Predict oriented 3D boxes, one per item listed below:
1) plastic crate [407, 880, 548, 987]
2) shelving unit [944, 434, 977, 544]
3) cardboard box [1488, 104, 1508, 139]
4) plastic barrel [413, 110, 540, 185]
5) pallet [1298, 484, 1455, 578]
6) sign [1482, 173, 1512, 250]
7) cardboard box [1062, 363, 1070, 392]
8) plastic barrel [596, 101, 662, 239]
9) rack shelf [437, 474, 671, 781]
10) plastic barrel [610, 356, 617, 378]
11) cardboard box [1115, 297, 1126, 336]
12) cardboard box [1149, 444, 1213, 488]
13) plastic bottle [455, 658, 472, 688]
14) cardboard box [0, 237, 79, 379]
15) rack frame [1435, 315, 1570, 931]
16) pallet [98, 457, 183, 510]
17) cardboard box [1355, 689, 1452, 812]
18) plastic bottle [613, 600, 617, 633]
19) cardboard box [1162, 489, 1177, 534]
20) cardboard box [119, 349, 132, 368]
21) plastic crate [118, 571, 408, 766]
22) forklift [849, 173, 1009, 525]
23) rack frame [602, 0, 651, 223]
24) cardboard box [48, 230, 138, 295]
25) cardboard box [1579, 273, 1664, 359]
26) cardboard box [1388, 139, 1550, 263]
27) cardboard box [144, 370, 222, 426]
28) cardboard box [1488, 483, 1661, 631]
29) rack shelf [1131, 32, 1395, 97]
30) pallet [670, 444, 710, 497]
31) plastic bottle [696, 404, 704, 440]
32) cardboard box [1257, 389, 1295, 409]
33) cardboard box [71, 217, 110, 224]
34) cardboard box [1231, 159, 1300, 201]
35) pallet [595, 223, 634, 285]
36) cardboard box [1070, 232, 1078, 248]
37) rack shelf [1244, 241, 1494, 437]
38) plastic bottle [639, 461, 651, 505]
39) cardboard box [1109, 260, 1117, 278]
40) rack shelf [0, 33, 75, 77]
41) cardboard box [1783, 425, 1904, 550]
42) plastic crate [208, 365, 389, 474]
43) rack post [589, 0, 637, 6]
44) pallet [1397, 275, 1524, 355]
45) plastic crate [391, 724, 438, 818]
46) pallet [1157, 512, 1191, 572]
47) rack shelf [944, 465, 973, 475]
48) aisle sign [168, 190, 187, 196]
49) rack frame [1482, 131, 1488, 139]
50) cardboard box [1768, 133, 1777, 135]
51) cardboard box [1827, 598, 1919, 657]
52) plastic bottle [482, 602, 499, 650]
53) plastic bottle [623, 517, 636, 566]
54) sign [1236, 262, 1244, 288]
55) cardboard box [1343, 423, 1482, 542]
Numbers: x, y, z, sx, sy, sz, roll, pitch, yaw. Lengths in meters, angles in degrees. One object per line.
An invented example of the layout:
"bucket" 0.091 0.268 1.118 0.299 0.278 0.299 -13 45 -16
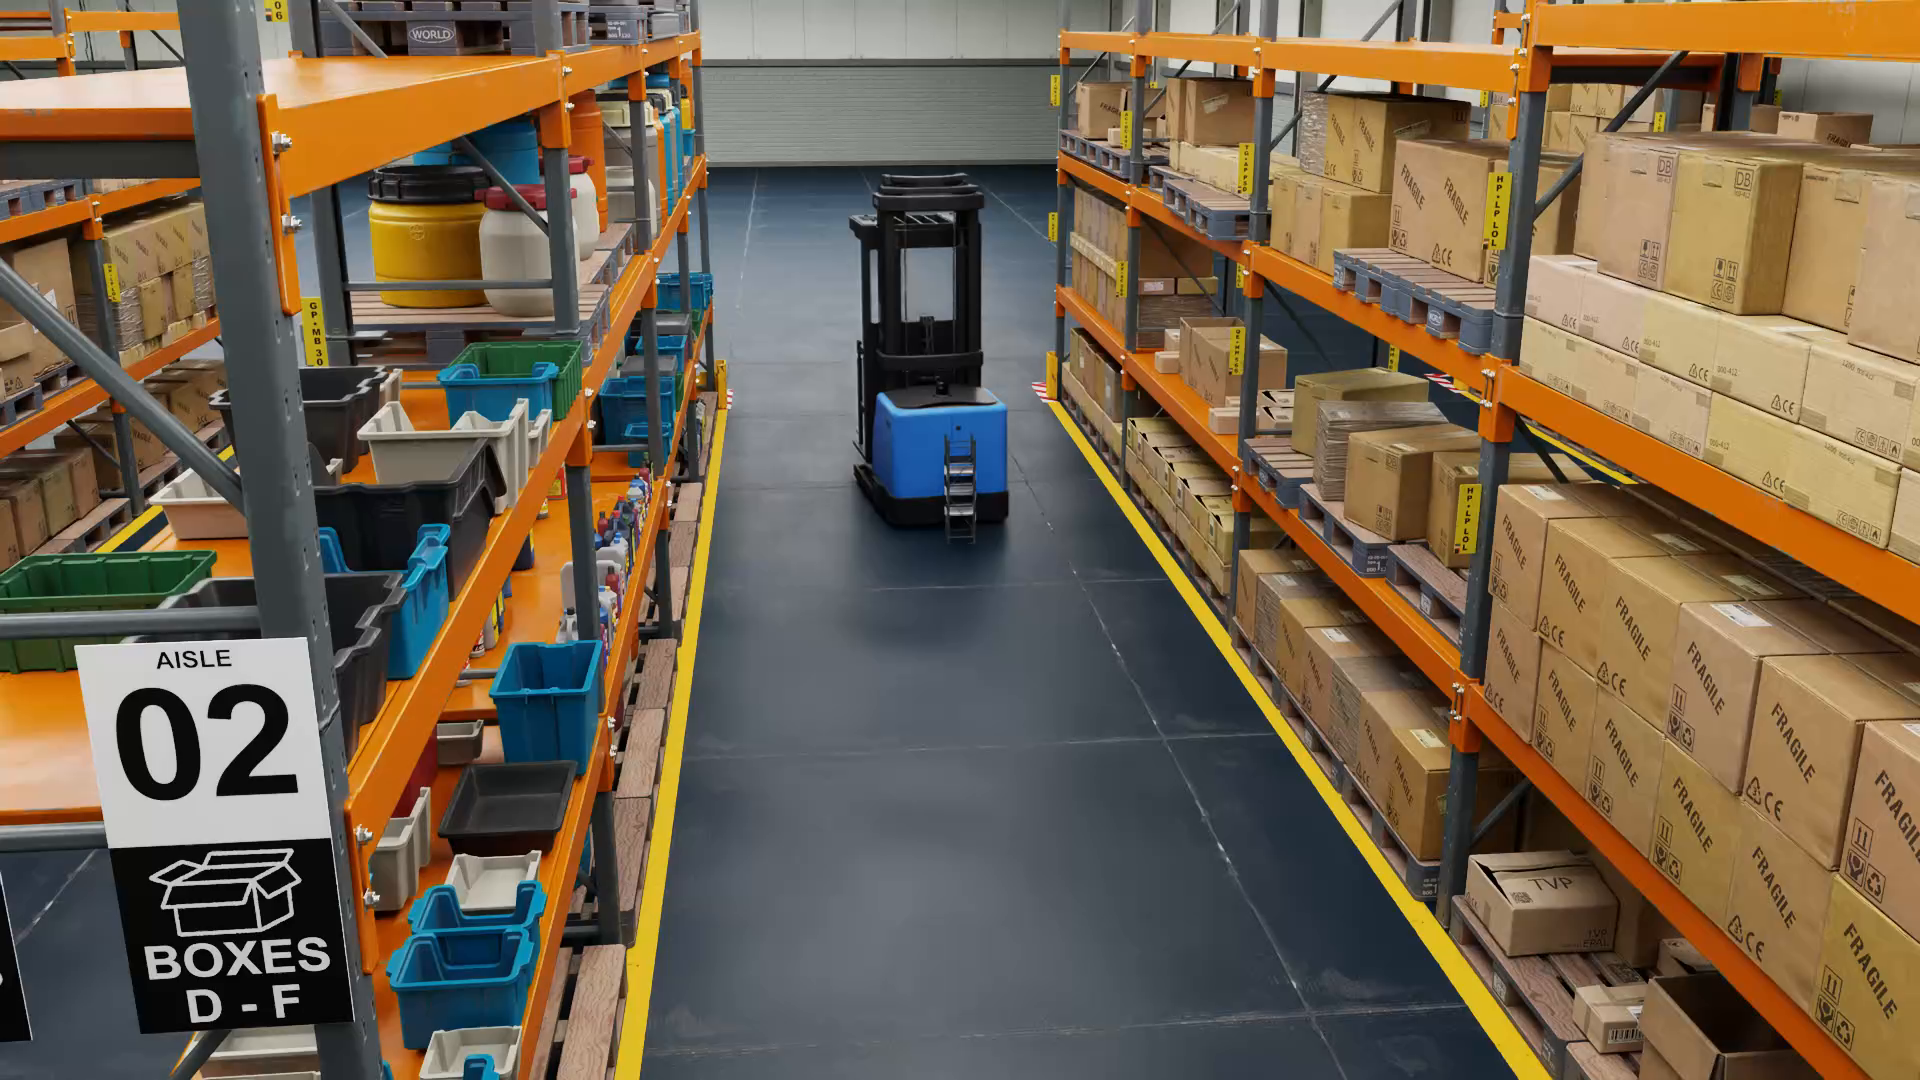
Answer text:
"plastic crate" -1.527 1.270 5.304 0.416 0.233 0.300 -2 18 -6
"shelving unit" 0.001 -0.427 14.035 0.258 0.900 0.210 -2 18 -6
"cardboard box" 6.327 -4.670 18.836 0.500 0.500 0.500 -1 17 -4
"plastic barrel" -2.403 -1.782 8.300 0.600 0.901 0.708 -2 18 -6
"pallet" 2.645 -0.081 9.746 1.003 0.211 1.213 -2 18 -6
"sign" 2.301 -1.407 7.123 0.100 0.325 0.005 -2 18 -6
"cardboard box" 1.449 -1.857 18.973 0.500 0.250 0.500 -2 18 -6
"plastic barrel" -2.356 -2.521 11.355 0.600 0.901 0.600 0 17 0
"rack shelf" -2.281 0.340 9.288 1.077 0.370 4.000 -2 18 -6
"plastic barrel" -2.944 -1.346 13.228 0.433 0.535 0.433 0 17 0
"cardboard box" 1.914 -2.280 16.264 0.700 0.500 0.500 -2 18 -6
"cardboard box" 1.923 -0.665 14.240 0.500 0.311 0.500 -2 18 -7
"plastic bottle" -2.315 0.570 7.685 0.097 0.201 0.097 0 17 0
"cardboard box" -7.884 -1.884 13.467 1.000 1.000 1.000 -2 18 -5
"rack frame" 2.853 0.440 7.766 1.000 3.000 0.127 -2 18 -6
"pallet" -7.931 -0.507 15.439 1.003 0.211 1.213 -2 18 -6
"cardboard box" 2.474 1.137 8.985 0.500 0.500 0.500 -2 18 -5
"plastic bottle" -1.776 0.364 8.341 0.097 0.201 0.097 0 17 0
"cardboard box" 1.982 -0.246 13.841 0.500 0.250 0.500 -1 17 -5
"cardboard box" -7.550 -1.592 14.658 0.380 0.149 0.250 -2 18 -6
"plastic crate" -1.425 0.292 3.450 0.497 0.269 0.590 -2 18 -6
"forklift" -0.402 -1.927 15.422 1.130 2.935 3.031 -4 18 -12
"rack frame" -2.487 -3.462 10.180 1.000 3.000 0.127 -2 18 -6
"cardboard box" -7.620 -2.447 14.630 0.500 0.500 0.500 -2 18 -6
"cardboard box" 2.709 -0.856 6.305 0.500 0.250 0.500 -2 18 -6
"cardboard box" 2.734 -1.836 8.975 0.600 0.600 0.600 -2 18 -8
"cardboard box" -8.096 -1.474 17.337 0.500 0.500 0.500 3 18 9
"cardboard box" 2.621 0.065 7.127 0.500 0.500 0.500 -1 17 -4
"rack shelf" 2.234 -3.675 12.730 1.077 0.370 4.000 -2 18 -6
"pallet" -2.928 -0.662 15.934 1.003 0.211 1.213 -2 18 -6
"plastic bottle" -2.634 -1.173 16.595 0.144 0.351 0.185 -2 18 -6
"cardboard box" 2.540 -0.981 12.444 0.500 0.311 0.500 -2 18 -6
"cardboard box" -8.250 -2.728 15.527 0.500 0.500 0.500 -2 18 -6
"cardboard box" 2.265 -2.600 11.993 0.500 0.250 0.500 -1 17 -4
"pallet" -2.506 -1.710 9.922 1.003 0.211 1.213 -2 18 -6
"cardboard box" 1.441 -3.368 18.649 0.380 0.149 0.250 -2 18 -6
"rack shelf" 2.646 -1.243 9.323 1.077 0.370 4.000 -2 18 -6
"plastic bottle" -1.998 -0.368 10.535 0.061 0.283 0.133 -2 18 -6
"cardboard box" 1.683 -2.678 16.449 0.380 0.149 0.250 -2 18 -6
"rack shelf" -7.620 -3.370 11.758 1.077 0.370 4.000 -2 18 -6
"cardboard box" 2.845 -0.170 4.954 0.500 0.250 0.500 -2 18 -6
"plastic crate" -2.219 -0.398 5.647 0.497 0.269 0.590 -2 18 -6
"rack post" -2.372 -3.211 9.508 0.954 0.300 0.937 -2 18 -6
"pallet" 2.855 -1.098 7.971 1.213 0.211 1.003 -2 18 -6
"plastic crate" -2.232 0.807 6.392 0.402 0.464 0.583 -2 18 -6
"pallet" 2.271 -0.030 13.920 1.003 0.211 1.213 -2 18 -6
"rack shelf" 0.001 -0.567 13.991 0.258 0.077 0.200 -2 18 -6
"aisle sign" -8.544 -4.079 17.823 0.394 0.787 0.004 -2 18 -6
"rack frame" 6.542 -3.289 19.645 1.000 3.000 0.127 -2 18 -6
"cardboard box" 6.995 -3.337 14.239 0.500 0.311 0.500 -1 17 -4
"cardboard box" 3.320 0.511 5.705 0.500 0.500 0.500 -2 18 -6
"plastic bottle" -2.352 0.348 8.144 0.144 0.351 0.185 -2 18 -6
"plastic bottle" -1.871 -0.001 9.367 0.061 0.283 0.133 -2 18 -6
"sign" 2.566 -2.477 15.260 0.100 0.325 0.005 -2 18 -6
"cardboard box" 2.609 -0.332 9.359 0.700 0.500 0.500 -6 19 -20
